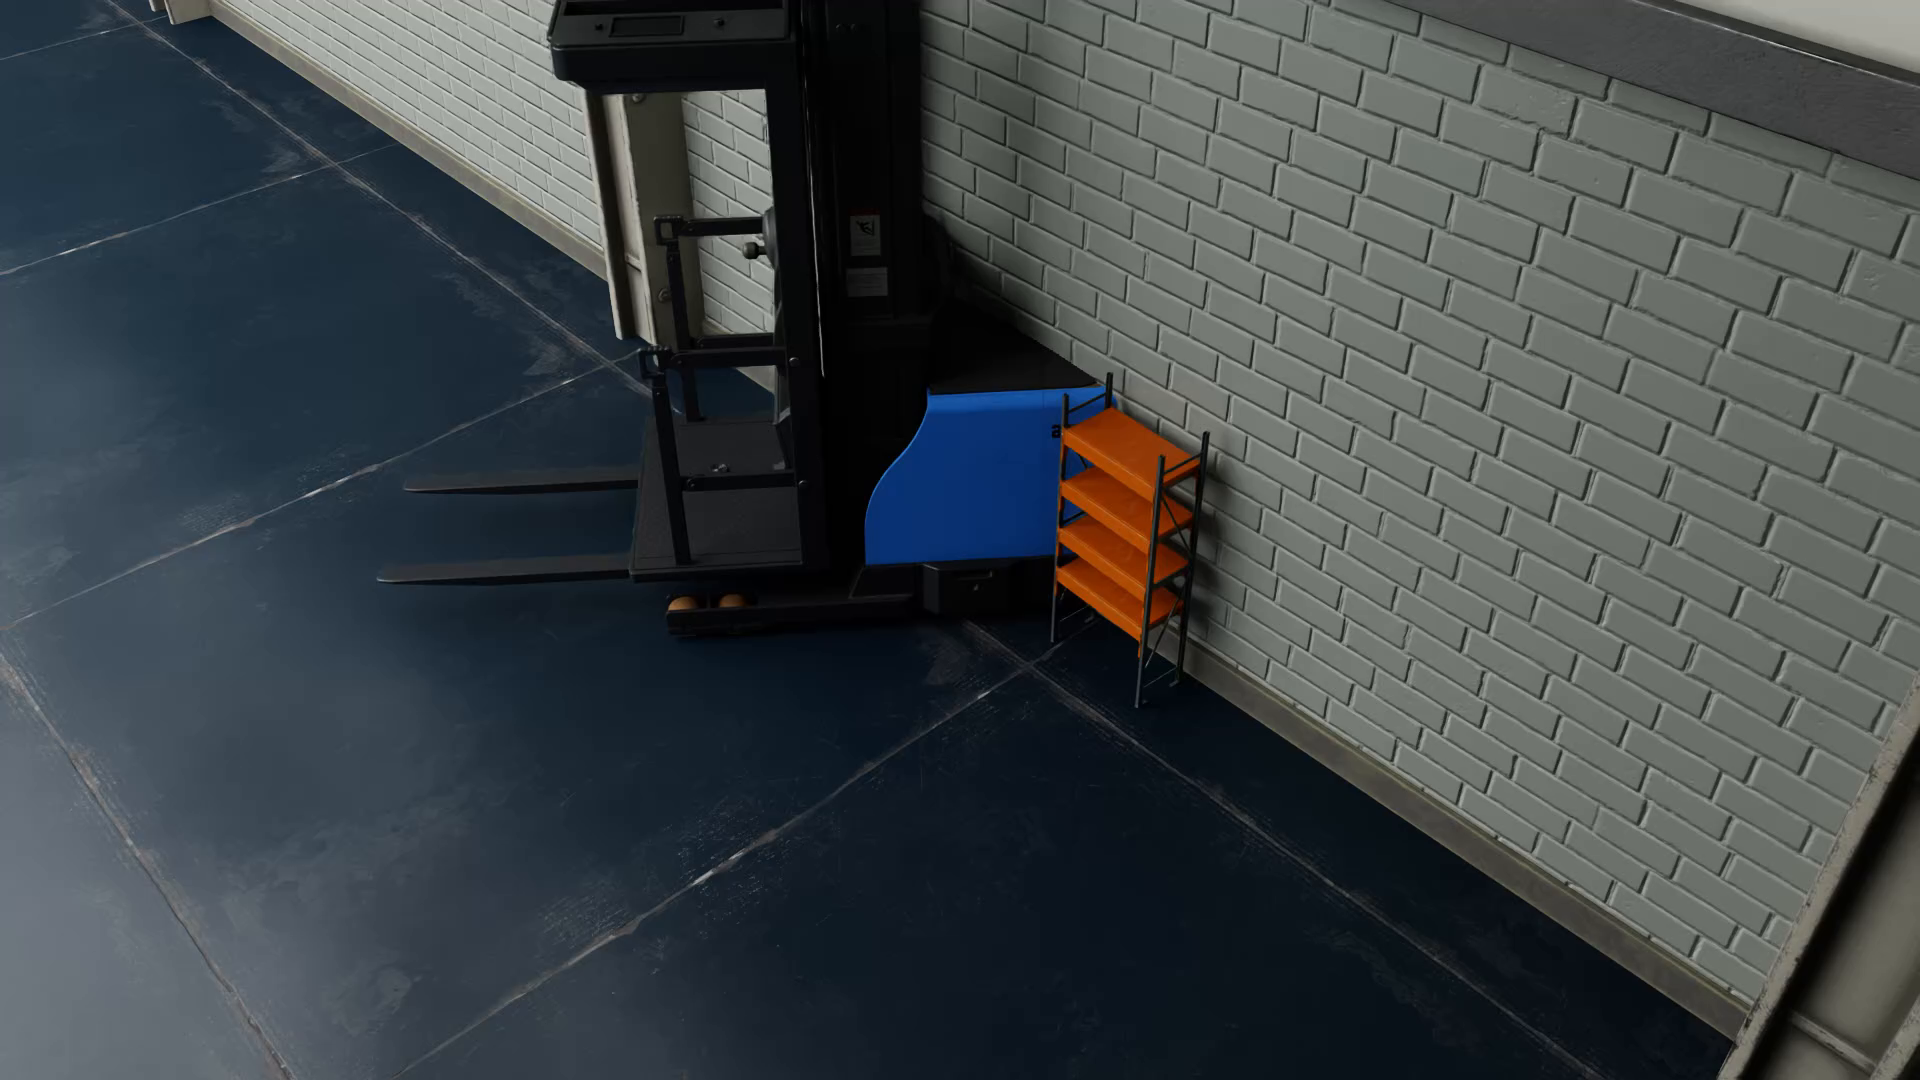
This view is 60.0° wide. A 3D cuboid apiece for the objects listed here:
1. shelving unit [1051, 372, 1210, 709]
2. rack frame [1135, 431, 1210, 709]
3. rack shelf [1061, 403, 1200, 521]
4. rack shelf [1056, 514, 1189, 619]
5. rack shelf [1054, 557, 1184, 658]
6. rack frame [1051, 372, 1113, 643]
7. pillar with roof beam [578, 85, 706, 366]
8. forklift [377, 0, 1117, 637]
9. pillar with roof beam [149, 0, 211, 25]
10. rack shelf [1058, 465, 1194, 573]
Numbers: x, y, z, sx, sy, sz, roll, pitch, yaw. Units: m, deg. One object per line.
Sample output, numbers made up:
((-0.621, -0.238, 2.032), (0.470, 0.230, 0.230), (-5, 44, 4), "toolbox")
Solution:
((0.621, 0.017, 6.273), (0.258, 1.200, 0.503), (-27, 46, -30), "shelving unit")
((0.776, 0.136, 6.127), (0.240, 1.200, 0.015), (-27, 46, -30), "rack frame")
((0.621, -0.288, 6.027), (0.258, 0.148, 0.480), (-27, 46, -30), "rack shelf")
((0.621, 0.070, 6.316), (0.258, 0.148, 0.480), (-27, 46, -30), "rack shelf")
((0.621, 0.224, 6.440), (0.258, 0.148, 0.480), (-27, 46, -30), "rack shelf")
((0.466, -0.101, 6.420), (0.240, 1.200, 0.015), (-27, 46, -30), "rack frame")
((-4.694, -2.694, 3.424), (9.100, 9.000, 0.400), (-30, 48, -32), "pillar with roof beam")
((-0.870, -1.094, 6.272), (3.031, 2.935, 1.130), (-3, 39, -4), "forklift")
((-8.752, -5.471, 6.862), (9.100, 9.000, 0.400), (-30, 48, -32), "pillar with roof beam")
((0.621, -0.104, 6.175), (0.258, 0.148, 0.480), (-27, 46, -30), "rack shelf")
